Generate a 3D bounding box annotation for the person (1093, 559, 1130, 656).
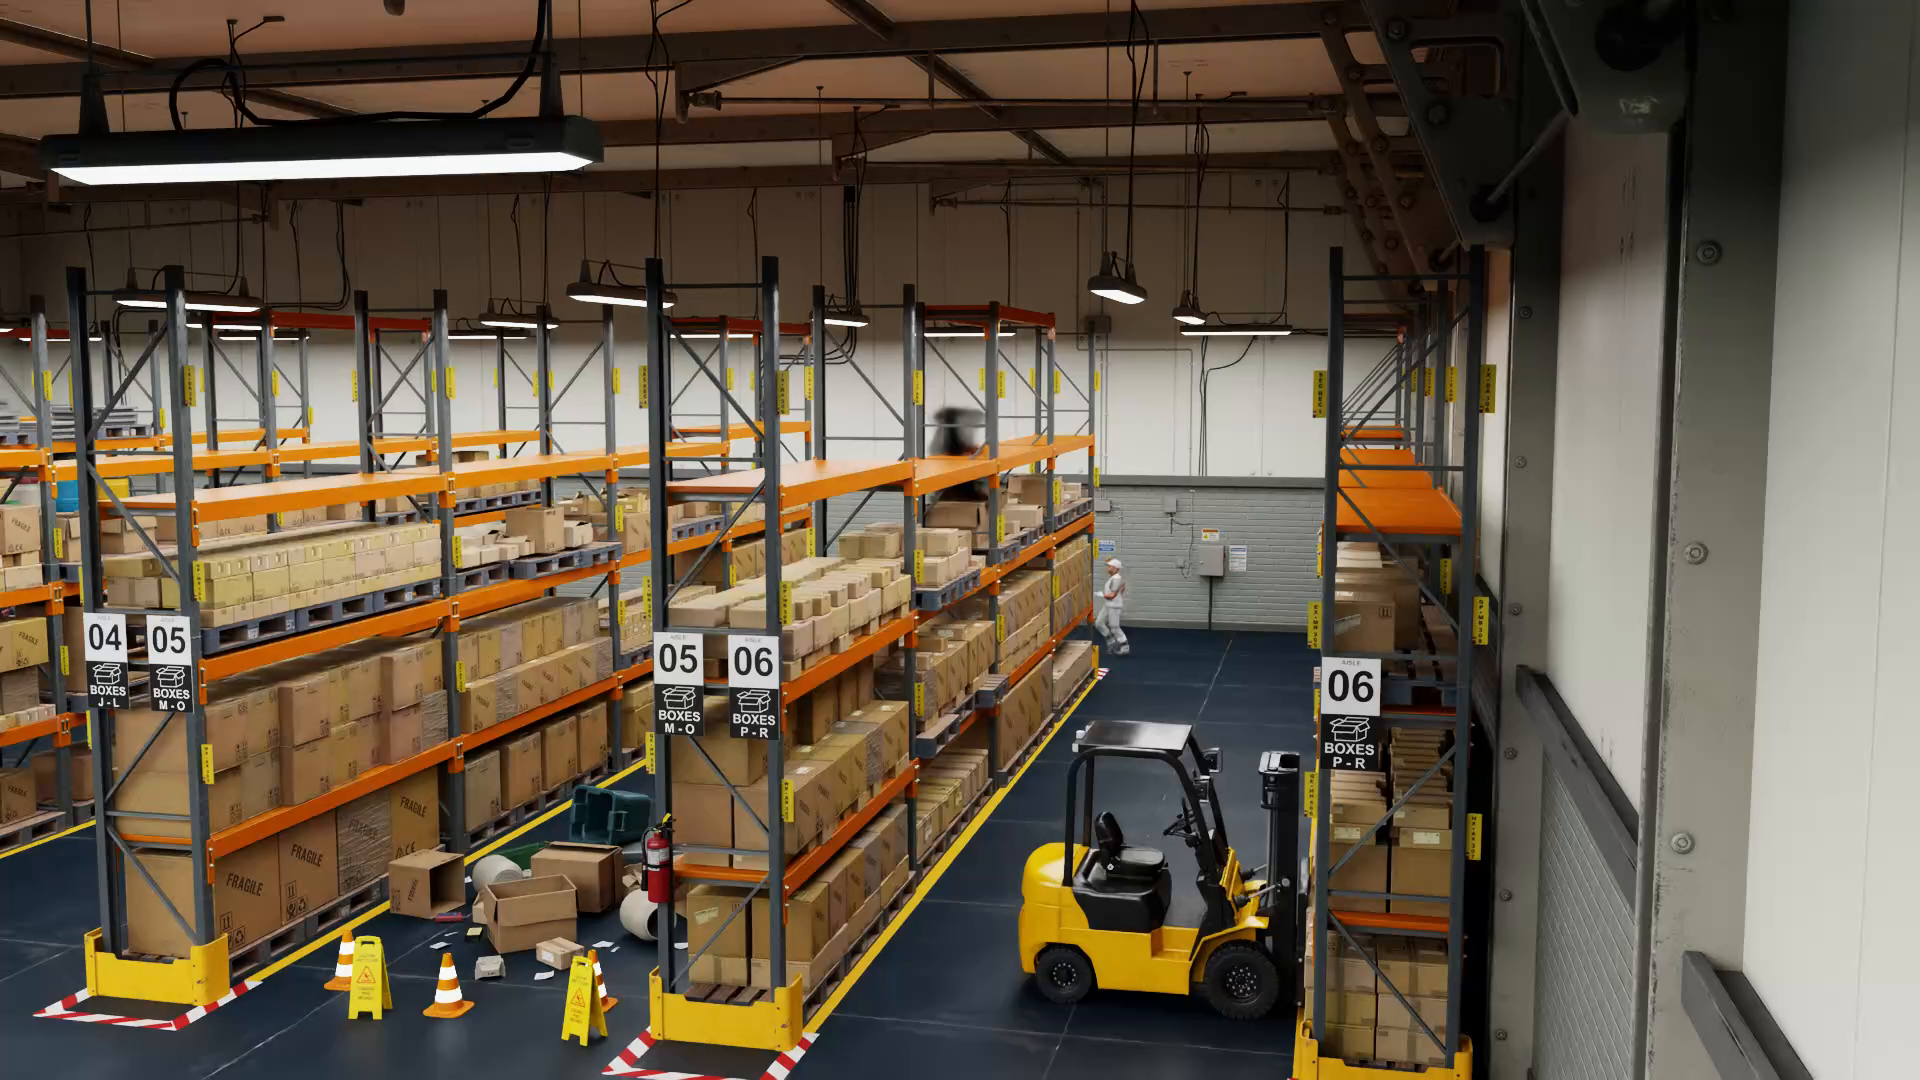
[{"bbox_3d":[2.738,1.228,30.134,0.695,1.783,0.648,0,6,-3],"label":"person"}]
